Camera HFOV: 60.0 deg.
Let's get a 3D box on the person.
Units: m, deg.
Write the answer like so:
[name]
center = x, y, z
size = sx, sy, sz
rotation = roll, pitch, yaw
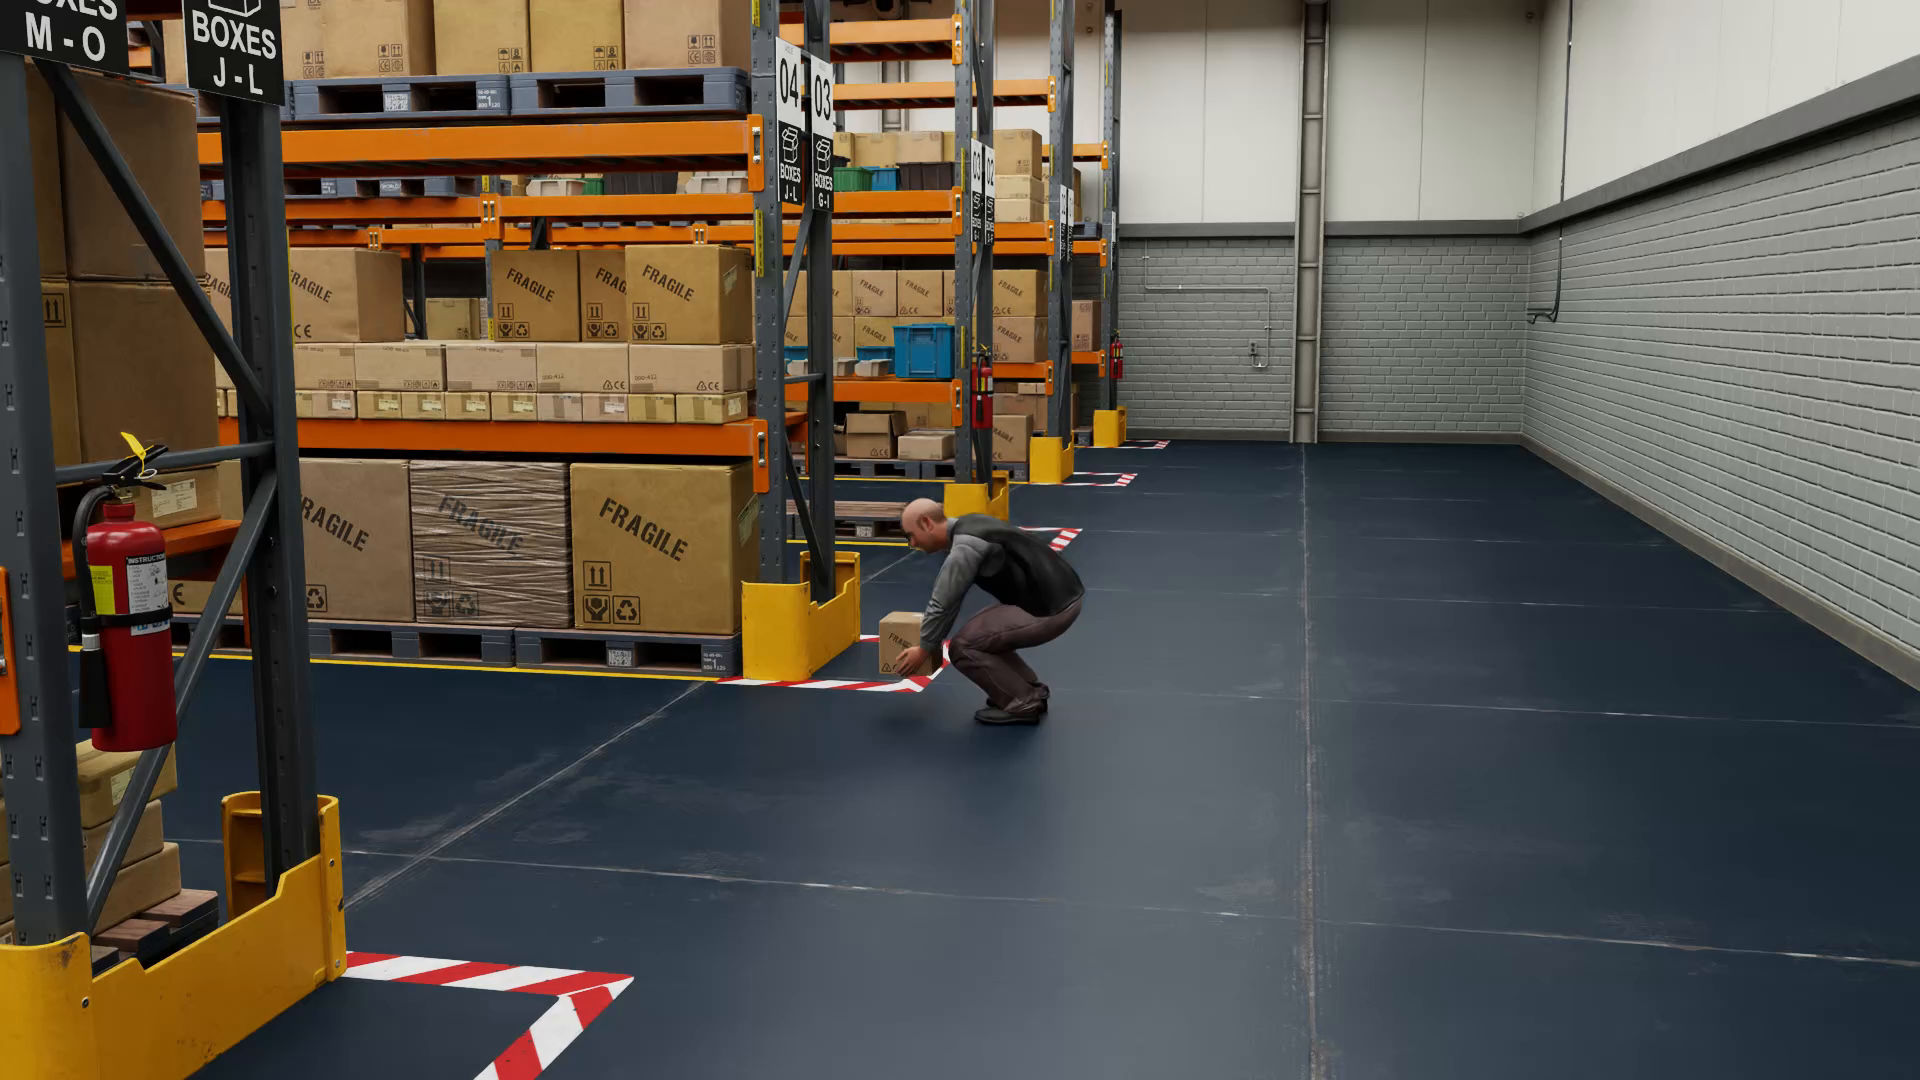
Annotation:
[person]
center = 0.135, 0.317, 7.671
size = 0.858, 1.024, 0.550
rotation = 2, 8, 11
